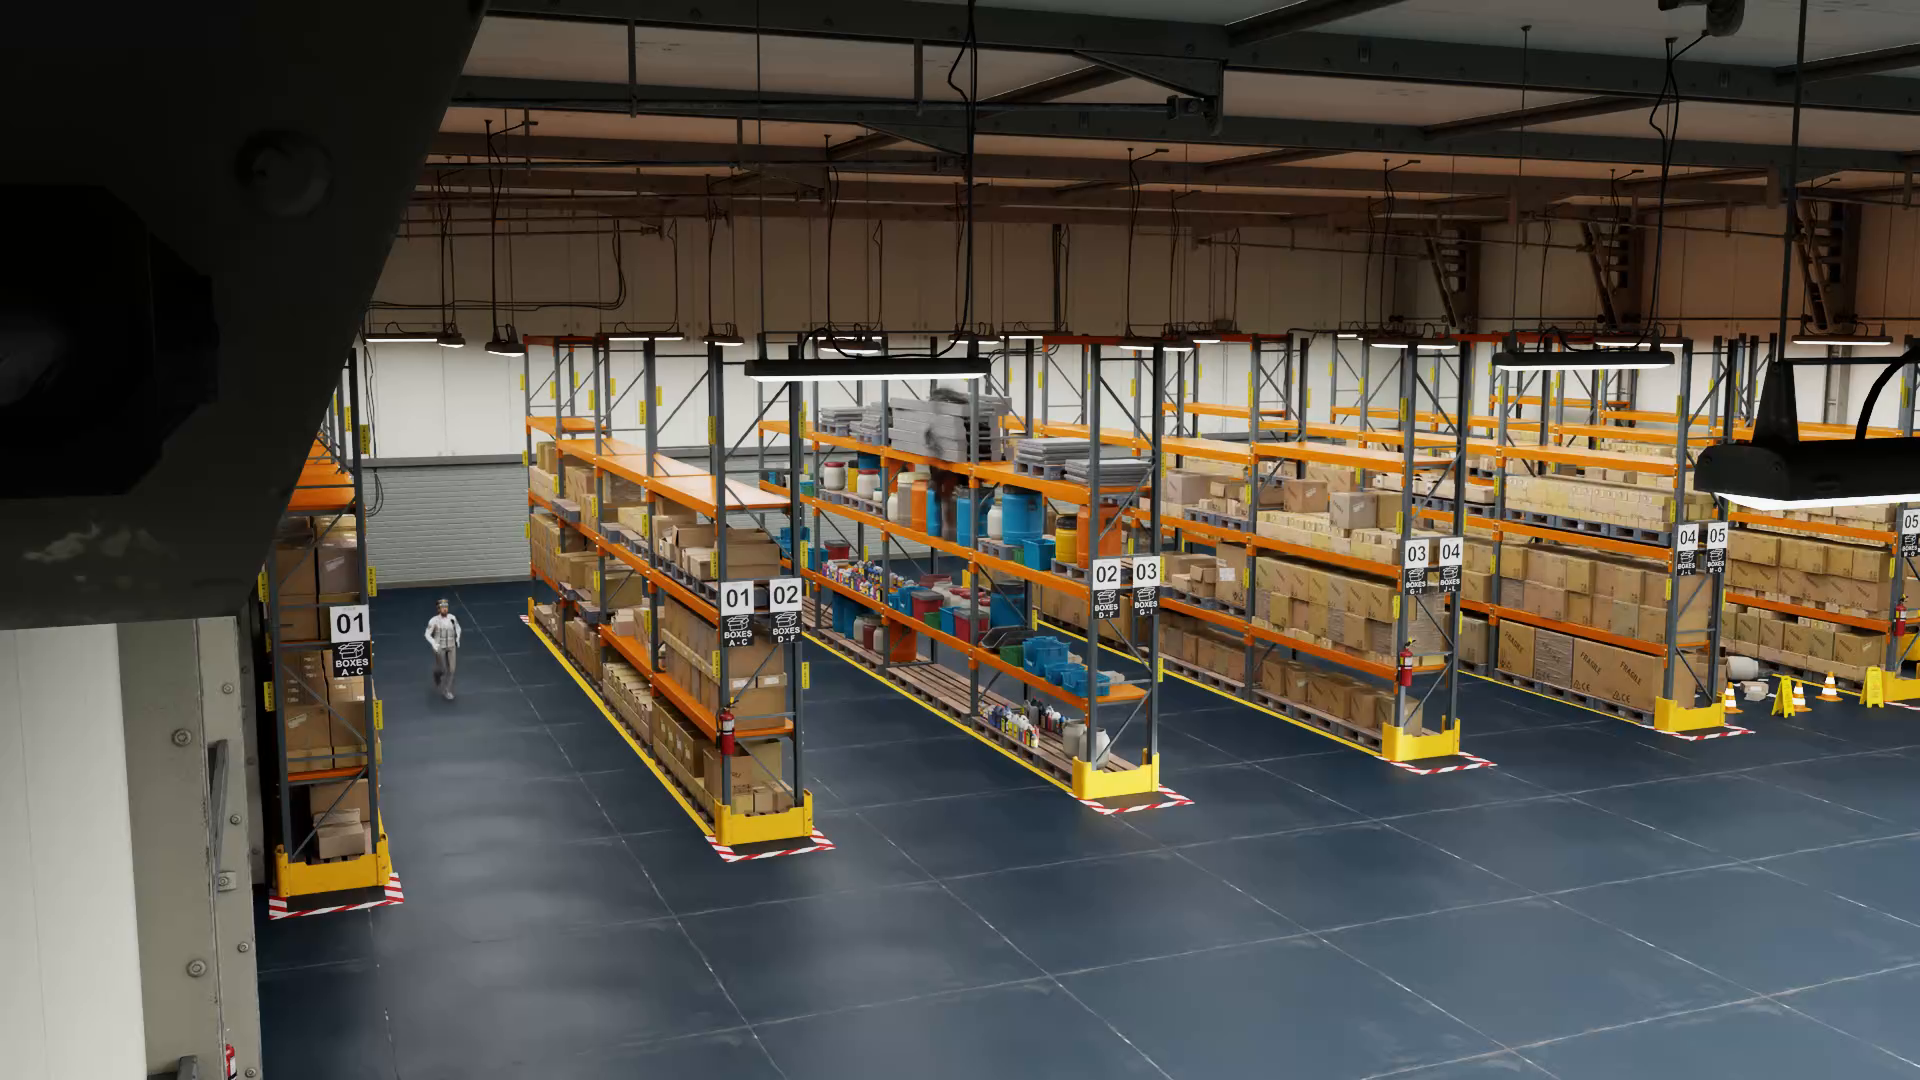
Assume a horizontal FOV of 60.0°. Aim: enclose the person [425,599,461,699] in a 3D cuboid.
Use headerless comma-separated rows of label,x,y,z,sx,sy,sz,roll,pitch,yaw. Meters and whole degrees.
person,-8.682,1.808,28.001,0.629,1.680,0.677,-5,9,-34
